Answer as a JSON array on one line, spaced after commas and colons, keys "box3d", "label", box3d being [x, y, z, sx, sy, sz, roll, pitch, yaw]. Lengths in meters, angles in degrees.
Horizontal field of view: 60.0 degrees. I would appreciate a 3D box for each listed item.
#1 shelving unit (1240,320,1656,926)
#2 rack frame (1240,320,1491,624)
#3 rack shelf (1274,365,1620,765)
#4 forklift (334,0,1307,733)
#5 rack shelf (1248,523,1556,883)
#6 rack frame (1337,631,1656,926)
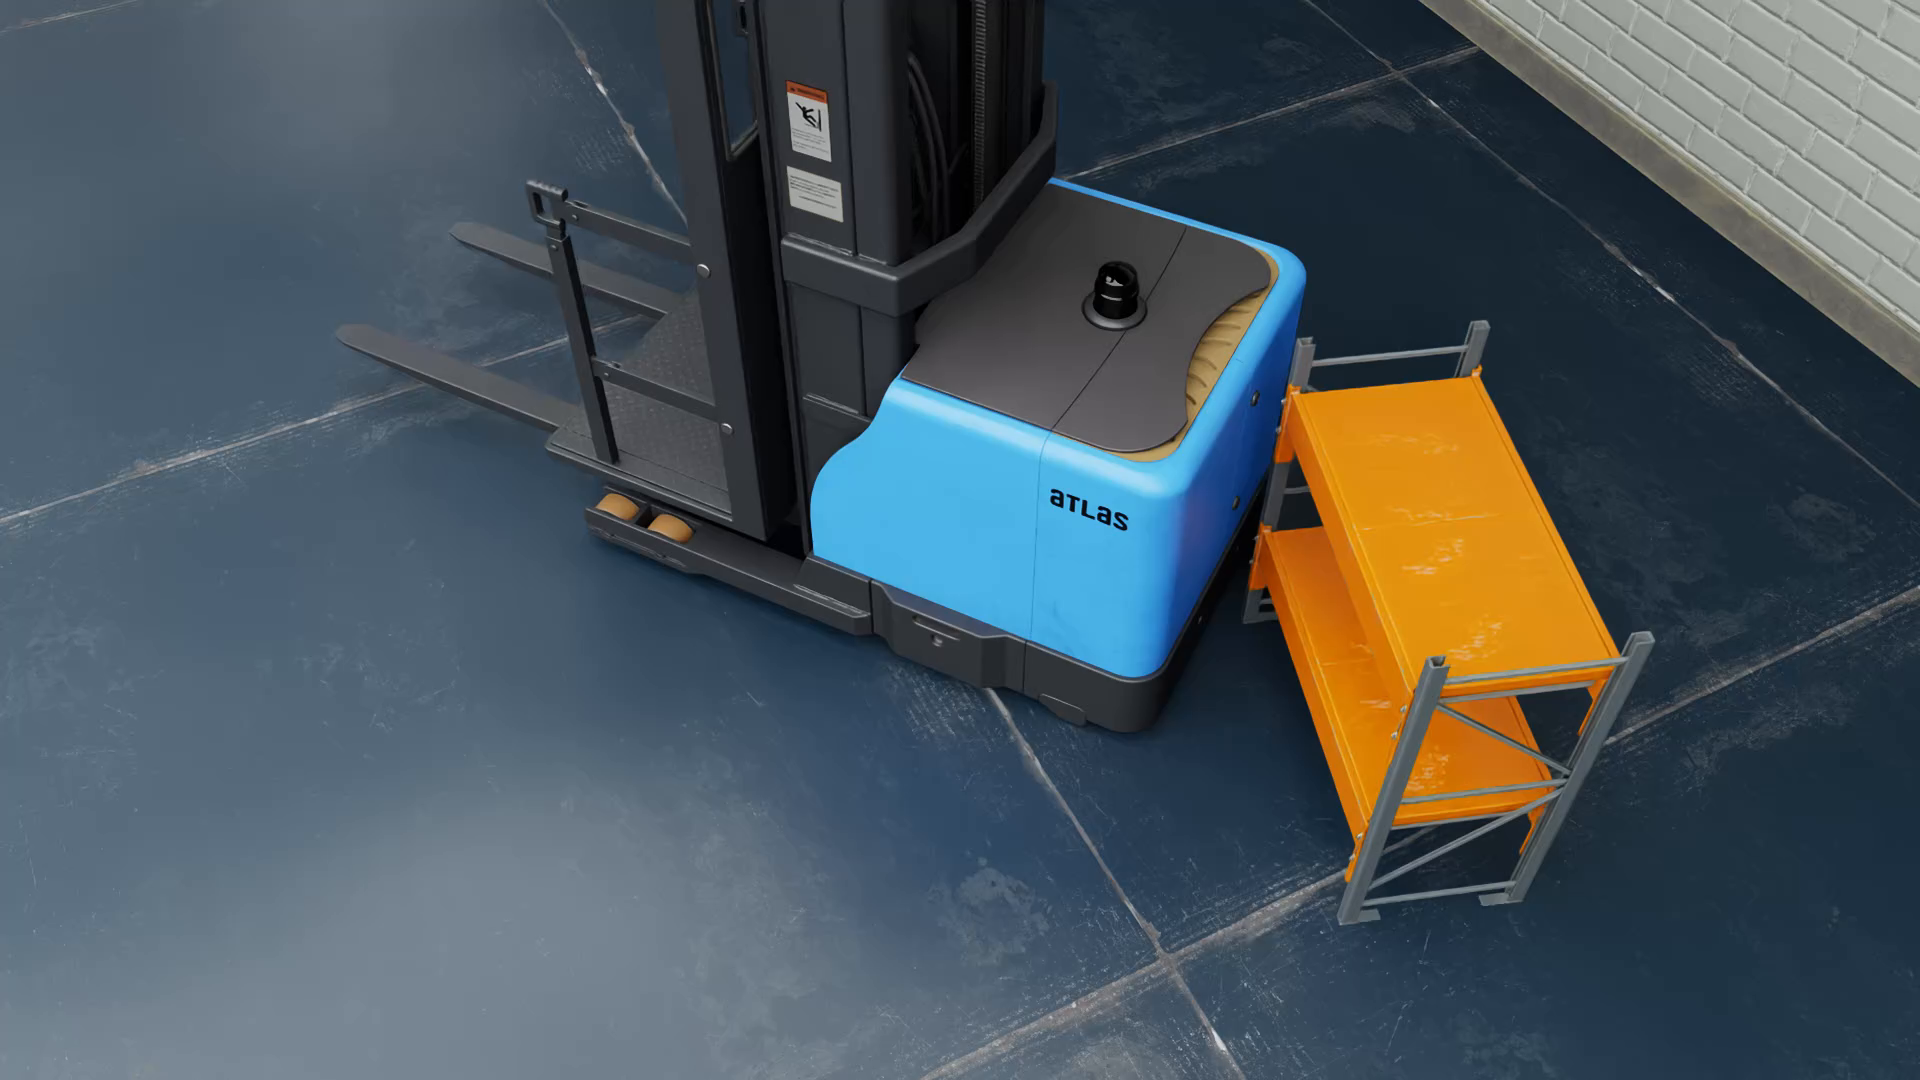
[{"box3d": [1.171, 0.225, 4.306, 0.538, 1.125, 1.048, -6, 49, -5], "label": "shelving unit"}, {"box3d": [1.100, -0.154, 4.637, 0.500, 1.125, 0.032, -6, 49, -5], "label": "rack frame"}, {"box3d": [1.171, 0.032, 4.086, 0.538, 0.278, 1.000, -6, 49, -5], "label": "rack shelf"}, {"box3d": [-0.594, -1.215, 4.365, 3.031, 2.935, 1.130, 21, 52, 17], "label": "forklift"}, {"box3d": [1.171, 0.386, 4.490, 0.538, 0.278, 1.000, -6, 49, -5], "label": "rack shelf"}, {"box3d": [1.242, 0.604, 3.974, 0.500, 1.125, 0.032, -6, 49, -5], "label": "rack frame"}]
